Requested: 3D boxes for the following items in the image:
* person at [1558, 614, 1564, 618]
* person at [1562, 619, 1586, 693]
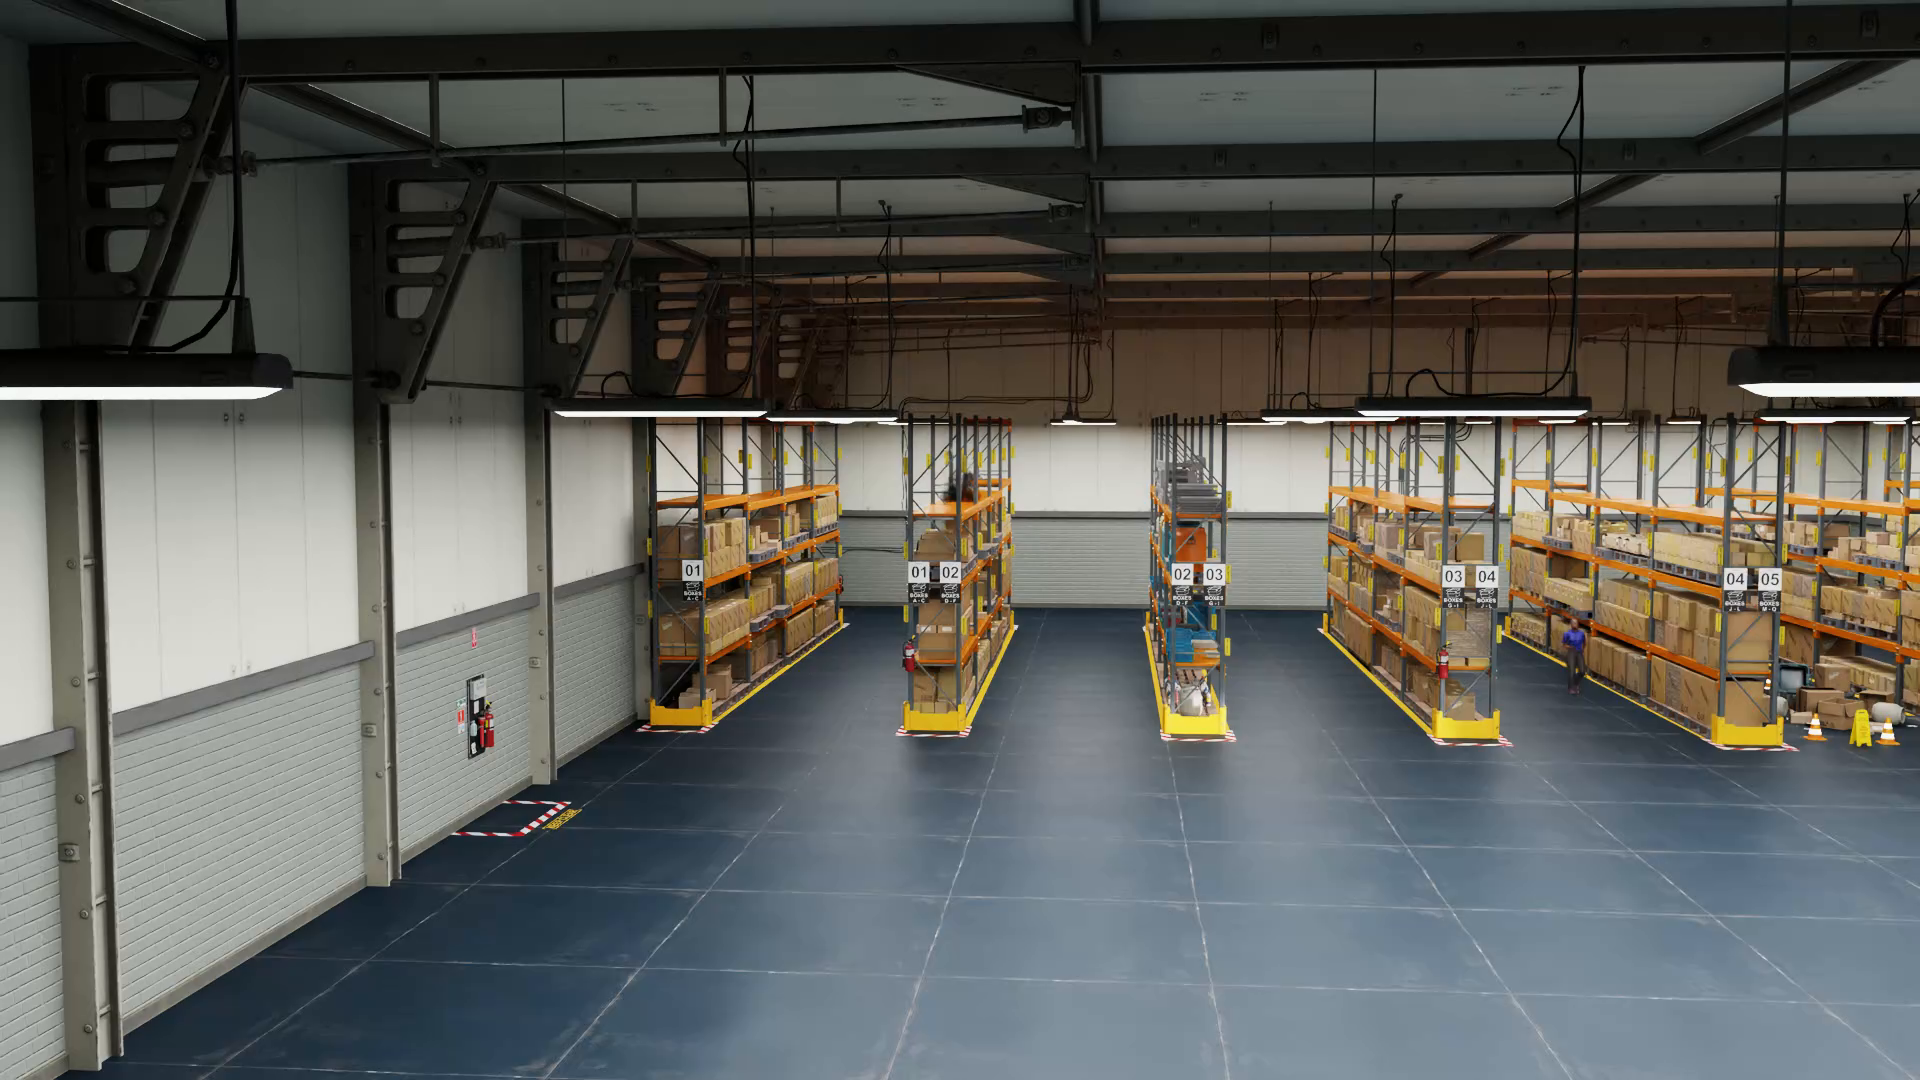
[{"bbox_3d":[17.265,1.653,47.266,0.953,1.790,0.670,0,4,6],"label":"person"},{"bbox_3d":[13.224,2.510,35.697,0.565,1.601,0.551,0,4,3],"label":"person"}]
